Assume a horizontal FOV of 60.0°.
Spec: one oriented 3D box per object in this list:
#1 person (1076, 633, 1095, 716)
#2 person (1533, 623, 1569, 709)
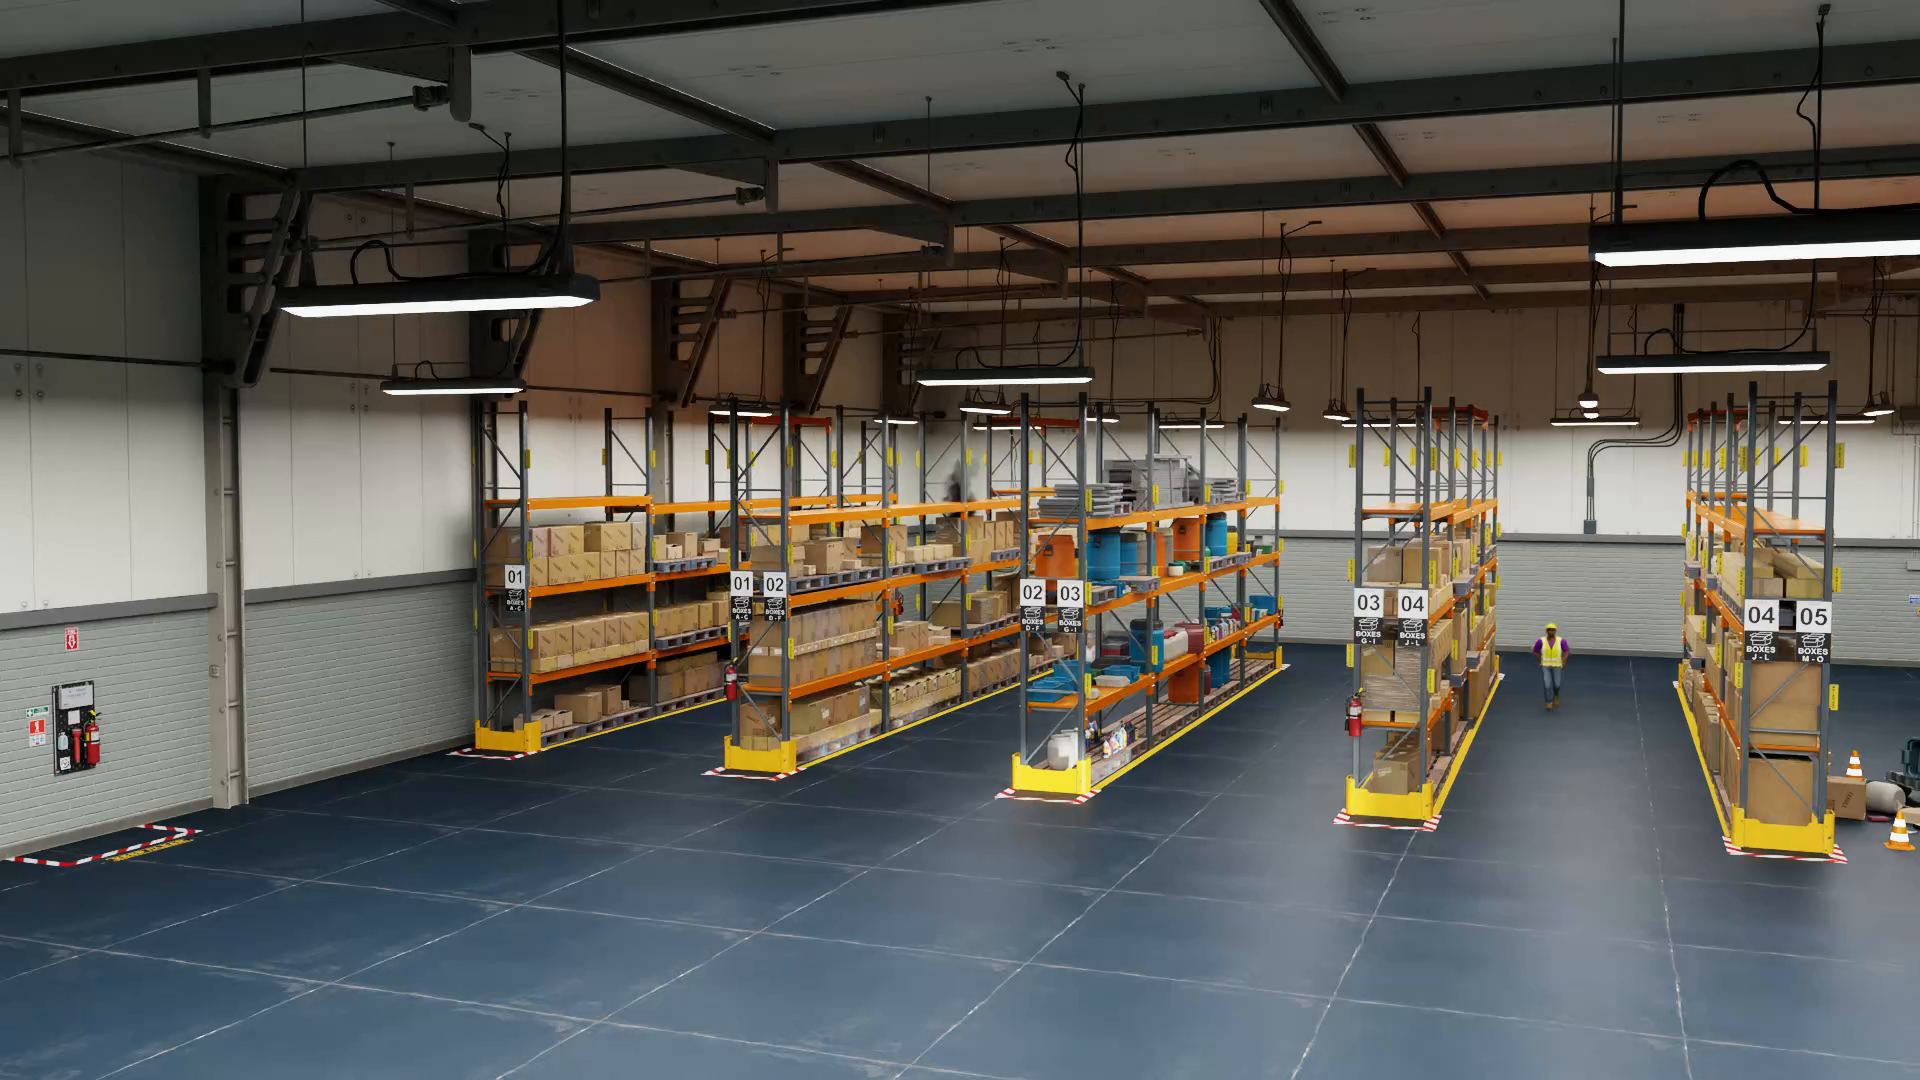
[{"bbox_3d":[2.464,2.592,31.607,0.611,1.681,0.940,1,3,16],"label":"person"},{"bbox_3d":[11.787,2.523,33.156,0.692,1.720,0.591,1,3,18],"label":"person"}]
